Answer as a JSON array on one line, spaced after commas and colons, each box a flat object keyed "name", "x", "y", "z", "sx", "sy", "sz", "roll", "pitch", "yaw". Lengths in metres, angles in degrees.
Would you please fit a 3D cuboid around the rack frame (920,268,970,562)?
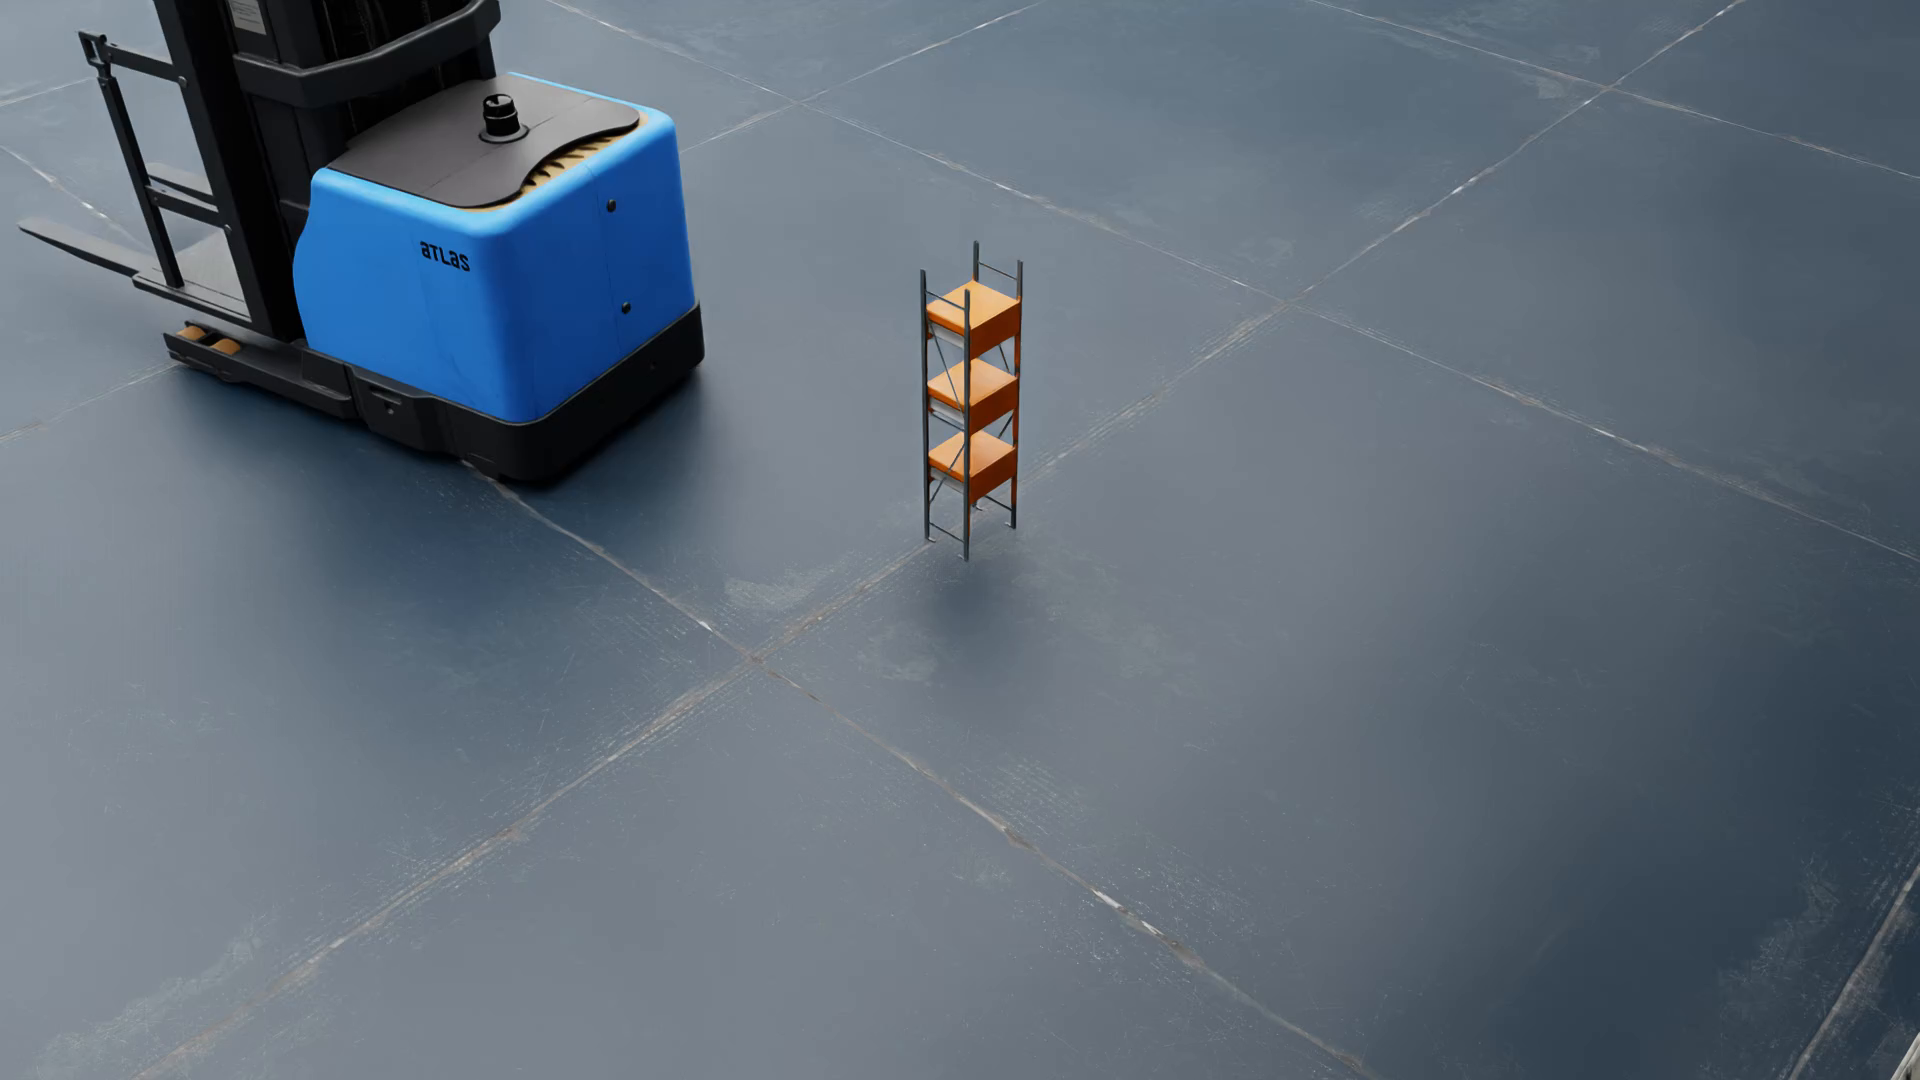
[{"name": "rack frame", "x": -0.046, "y": -0.379, "z": 5.373, "sx": 0.200, "sy": 1.050, "sz": 0.008, "roll": 30, "pitch": 47, "yaw": 32}]

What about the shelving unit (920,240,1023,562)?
[{"name": "shelving unit", "x": 0.036, "y": -0.436, "z": 5.444, "sx": 0.215, "sy": 1.050, "sz": 0.252, "roll": 30, "pitch": 47, "yaw": 32}]

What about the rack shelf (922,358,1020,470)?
[{"name": "rack shelf", "x": 0.036, "y": -0.427, "z": 5.450, "sx": 0.215, "sy": 0.259, "sz": 0.240, "roll": 30, "pitch": 47, "yaw": 32}]

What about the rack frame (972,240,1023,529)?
[{"name": "rack frame", "x": 0.118, "y": -0.492, "z": 5.514, "sx": 0.200, "sy": 1.050, "sz": 0.008, "roll": 30, "pitch": 47, "yaw": 32}]

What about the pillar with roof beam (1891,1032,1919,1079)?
[{"name": "pillar with roof beam", "x": -1.372, "y": -3.556, "z": 2.982, "sx": 9.100, "sy": 9.000, "sz": 0.400, "roll": 30, "pitch": 47, "yaw": 32}]

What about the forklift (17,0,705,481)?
[{"name": "forklift", "x": -2.537, "y": -2.028, "z": 5.936, "sx": 3.031, "sy": 2.935, "sz": 1.130, "roll": 20, "pitch": 43, "yaw": 23}]

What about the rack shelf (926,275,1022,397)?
[{"name": "rack shelf", "x": 0.036, "y": -0.649, "z": 5.274, "sx": 0.215, "sy": 0.259, "sz": 0.240, "roll": 30, "pitch": 47, "yaw": 32}]

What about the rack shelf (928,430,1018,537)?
[{"name": "rack shelf", "x": 0.036, "y": -0.210, "z": 5.623, "sx": 0.215, "sy": 0.259, "sz": 0.240, "roll": 30, "pitch": 47, "yaw": 32}]
